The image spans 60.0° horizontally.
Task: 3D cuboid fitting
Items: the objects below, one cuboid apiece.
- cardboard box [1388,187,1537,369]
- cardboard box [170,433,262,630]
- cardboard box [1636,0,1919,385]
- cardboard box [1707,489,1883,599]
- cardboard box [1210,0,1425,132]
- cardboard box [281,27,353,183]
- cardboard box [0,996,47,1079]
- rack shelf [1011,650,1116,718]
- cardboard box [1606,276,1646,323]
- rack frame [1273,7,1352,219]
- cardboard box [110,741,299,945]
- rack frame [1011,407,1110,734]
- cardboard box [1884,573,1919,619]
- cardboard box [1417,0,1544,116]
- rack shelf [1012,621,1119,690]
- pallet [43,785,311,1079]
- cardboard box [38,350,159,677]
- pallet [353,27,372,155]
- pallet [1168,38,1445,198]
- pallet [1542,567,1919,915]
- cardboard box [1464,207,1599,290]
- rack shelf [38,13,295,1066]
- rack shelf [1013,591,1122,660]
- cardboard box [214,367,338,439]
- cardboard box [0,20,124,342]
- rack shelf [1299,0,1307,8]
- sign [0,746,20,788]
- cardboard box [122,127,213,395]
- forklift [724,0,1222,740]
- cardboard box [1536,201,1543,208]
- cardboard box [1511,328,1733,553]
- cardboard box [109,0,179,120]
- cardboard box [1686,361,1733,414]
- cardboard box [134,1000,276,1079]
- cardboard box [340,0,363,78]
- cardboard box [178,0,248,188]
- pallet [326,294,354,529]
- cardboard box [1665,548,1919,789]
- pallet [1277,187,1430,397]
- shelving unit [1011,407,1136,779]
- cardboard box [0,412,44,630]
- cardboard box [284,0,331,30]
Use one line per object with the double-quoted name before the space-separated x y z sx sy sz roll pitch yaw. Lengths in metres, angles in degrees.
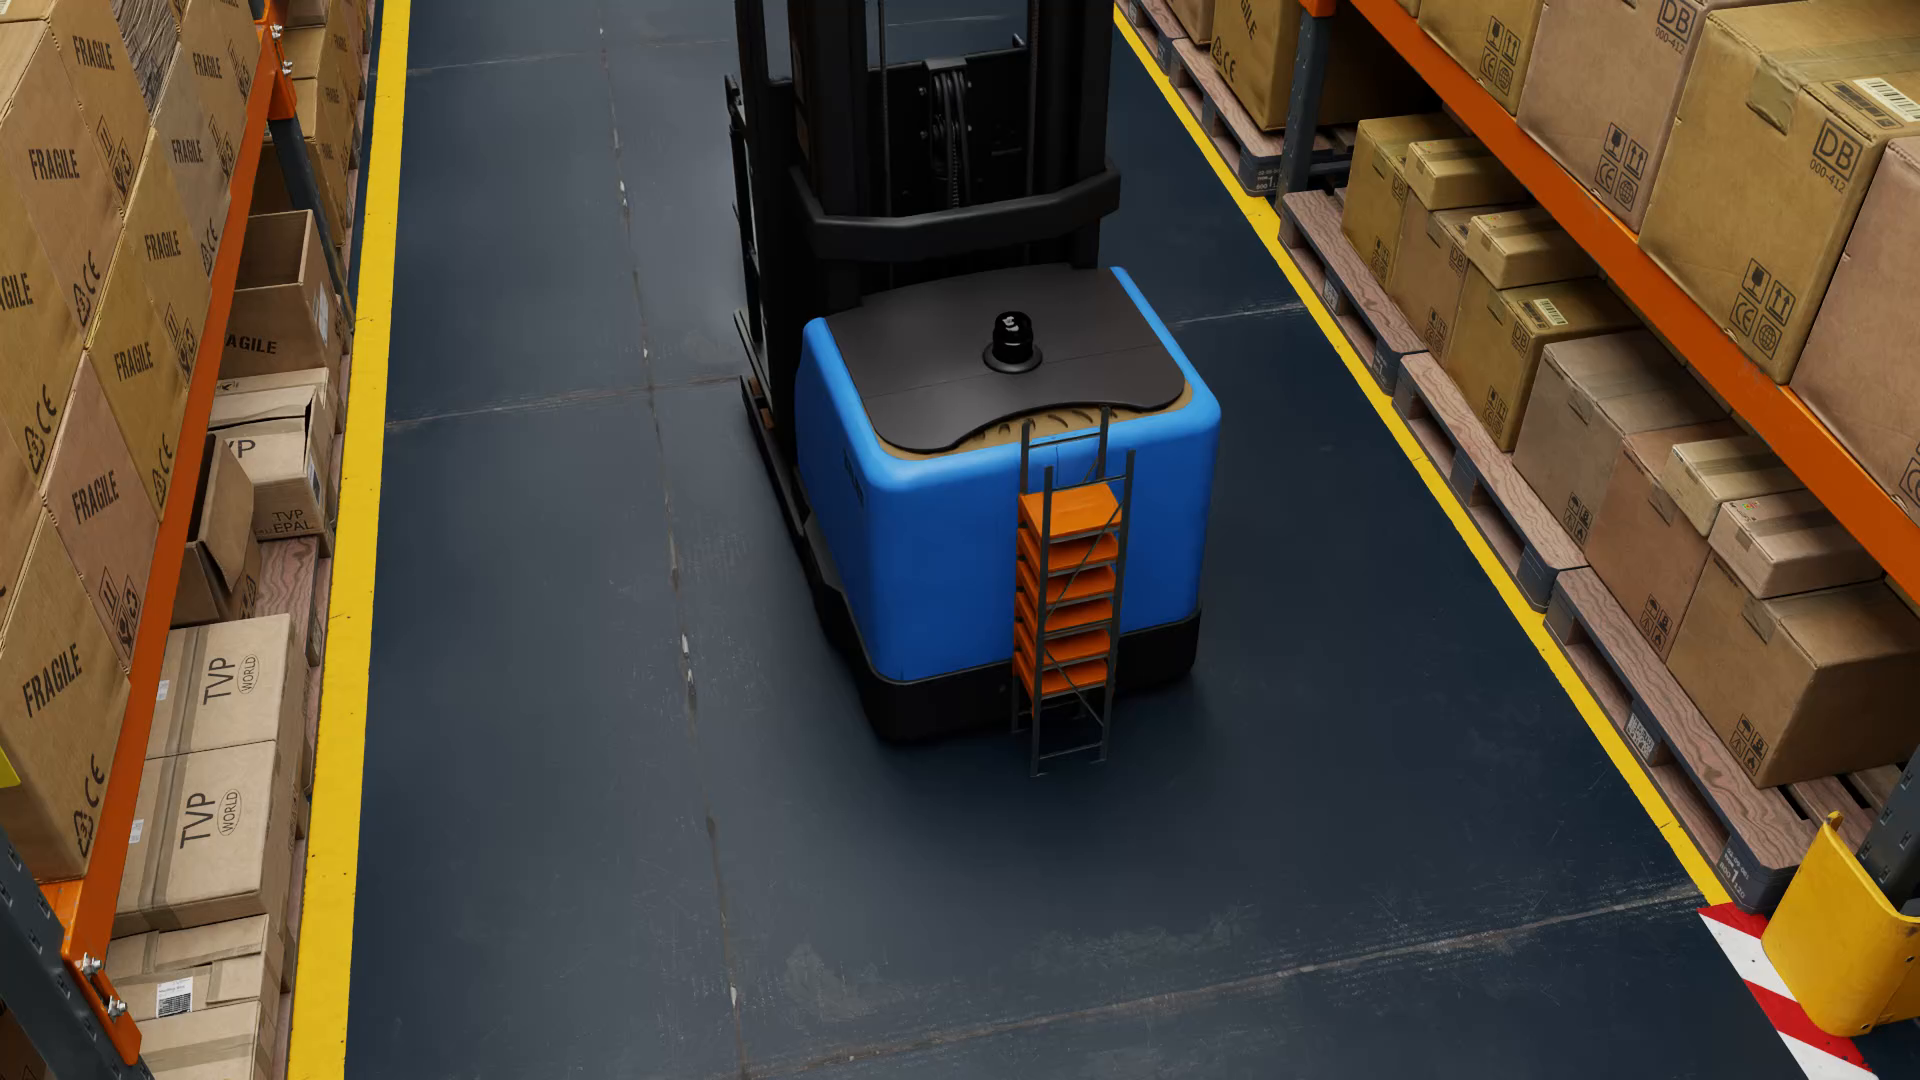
"cardboard box" 2.066 -1.027 6.214 0.700 0.500 0.500 -9 42 -10
"cardboard box" -2.526 0.068 4.963 0.797 0.503 0.637 -8 42 -9
"cardboard box" 2.475 -0.949 4.333 0.980 0.700 0.700 -9 42 -10
"cardboard box" 2.309 0.001 4.567 0.380 0.149 0.250 -9 42 -10
"cardboard box" 1.632 -2.386 7.481 0.750 0.750 0.750 -8 42 -9
"cardboard box" -2.929 -1.840 7.115 0.500 0.500 0.500 -8 42 -9
"cardboard box" -2.431 1.128 3.771 0.500 0.500 0.500 -8 42 -9
"rack shelf" 0.299 0.393 4.831 0.258 0.103 0.180 -11 43 -13
"cardboard box" 2.407 -0.875 5.554 0.380 0.149 0.250 -9 42 -10
"rack frame" 1.900 -2.630 6.453 1.000 3.000 0.127 -8 42 -9
"cardboard box" -2.021 0.821 4.305 0.500 0.250 0.500 -8 42 -9
"rack frame" 0.273 0.123 4.705 0.240 1.200 0.006 -11 43 -13
"cardboard box" 2.737 0.111 4.444 0.380 0.149 0.250 -8 42 -9
"cardboard box" 2.153 -1.914 5.421 0.980 0.700 0.700 -9 42 -10
"rack shelf" 0.299 0.304 4.750 0.258 0.103 0.180 -11 43 -13
"pallet" -2.263 1.152 4.293 1.003 0.211 1.213 -8 42 -9
"cardboard box" -2.028 -0.022 3.439 0.500 0.500 0.500 -9 42 -10
"pallet" -3.416 -2.189 8.057 1.003 0.211 1.213 -8 42 -9
"pallet" 1.659 -2.077 7.930 1.003 0.211 1.213 -8 42 -9
"pallet" 2.514 0.498 5.030 1.003 0.211 1.213 -8 42 -9
"cardboard box" 1.970 -1.009 5.705 0.380 0.149 0.250 -9 42 -11
"rack shelf" -2.505 -0.352 4.429 1.077 0.370 4.000 -8 42 -9
"rack shelf" 0.299 0.215 4.670 0.258 0.103 0.180 -11 43 -13
"cardboard box" -2.397 -0.453 5.817 0.380 0.149 0.250 -8 42 -9
"cardboard box" -2.135 -0.725 3.478 0.500 0.500 0.500 -8 42 -9
"rack shelf" 1.468 -3.658 8.153 1.077 0.370 4.000 -8 42 -9
"sign" -1.543 0.273 2.530 0.100 0.325 0.005 -8 42 -9
"cardboard box" -2.240 -0.672 4.172 0.500 0.500 0.500 -8 42 -9
"forklift" -0.185 -1.491 5.221 1.130 2.935 3.031 -12 43 -13
"cardboard box" 2.297 -1.206 5.927 0.380 0.149 0.250 -10 42 -11
"cardboard box" 2.297 -0.349 5.450 0.700 0.500 0.500 -10 42 -11
"cardboard box" -2.353 -1.380 4.217 0.500 0.500 0.500 -8 42 -9
"cardboard box" 2.517 -0.545 5.182 0.380 0.149 0.250 -8 42 -9
"cardboard box" -1.828 1.256 3.892 0.380 0.149 0.250 -8 42 -9
"cardboard box" -3.138 -2.493 7.851 0.500 0.500 0.500 -10 43 -11
"cardboard box" -2.465 -1.334 4.918 0.500 0.500 0.500 -7 42 -8
"pallet" -2.789 -0.430 6.075 1.003 0.211 1.213 -8 42 -9
"cardboard box" 2.514 0.301 4.718 0.700 0.500 0.500 -8 42 -9
"pallet" 1.987 -1.083 6.811 1.003 0.211 1.213 -8 42 -9
"shelving unit" 0.299 0.182 4.640 0.258 1.200 0.189 -11 43 -13
"cardboard box" -1.911 -0.062 2.732 0.500 0.500 0.500 -7 42 -8
"cardboard box" -3.019 -2.425 7.209 0.500 0.250 0.500 -8 42 -9
